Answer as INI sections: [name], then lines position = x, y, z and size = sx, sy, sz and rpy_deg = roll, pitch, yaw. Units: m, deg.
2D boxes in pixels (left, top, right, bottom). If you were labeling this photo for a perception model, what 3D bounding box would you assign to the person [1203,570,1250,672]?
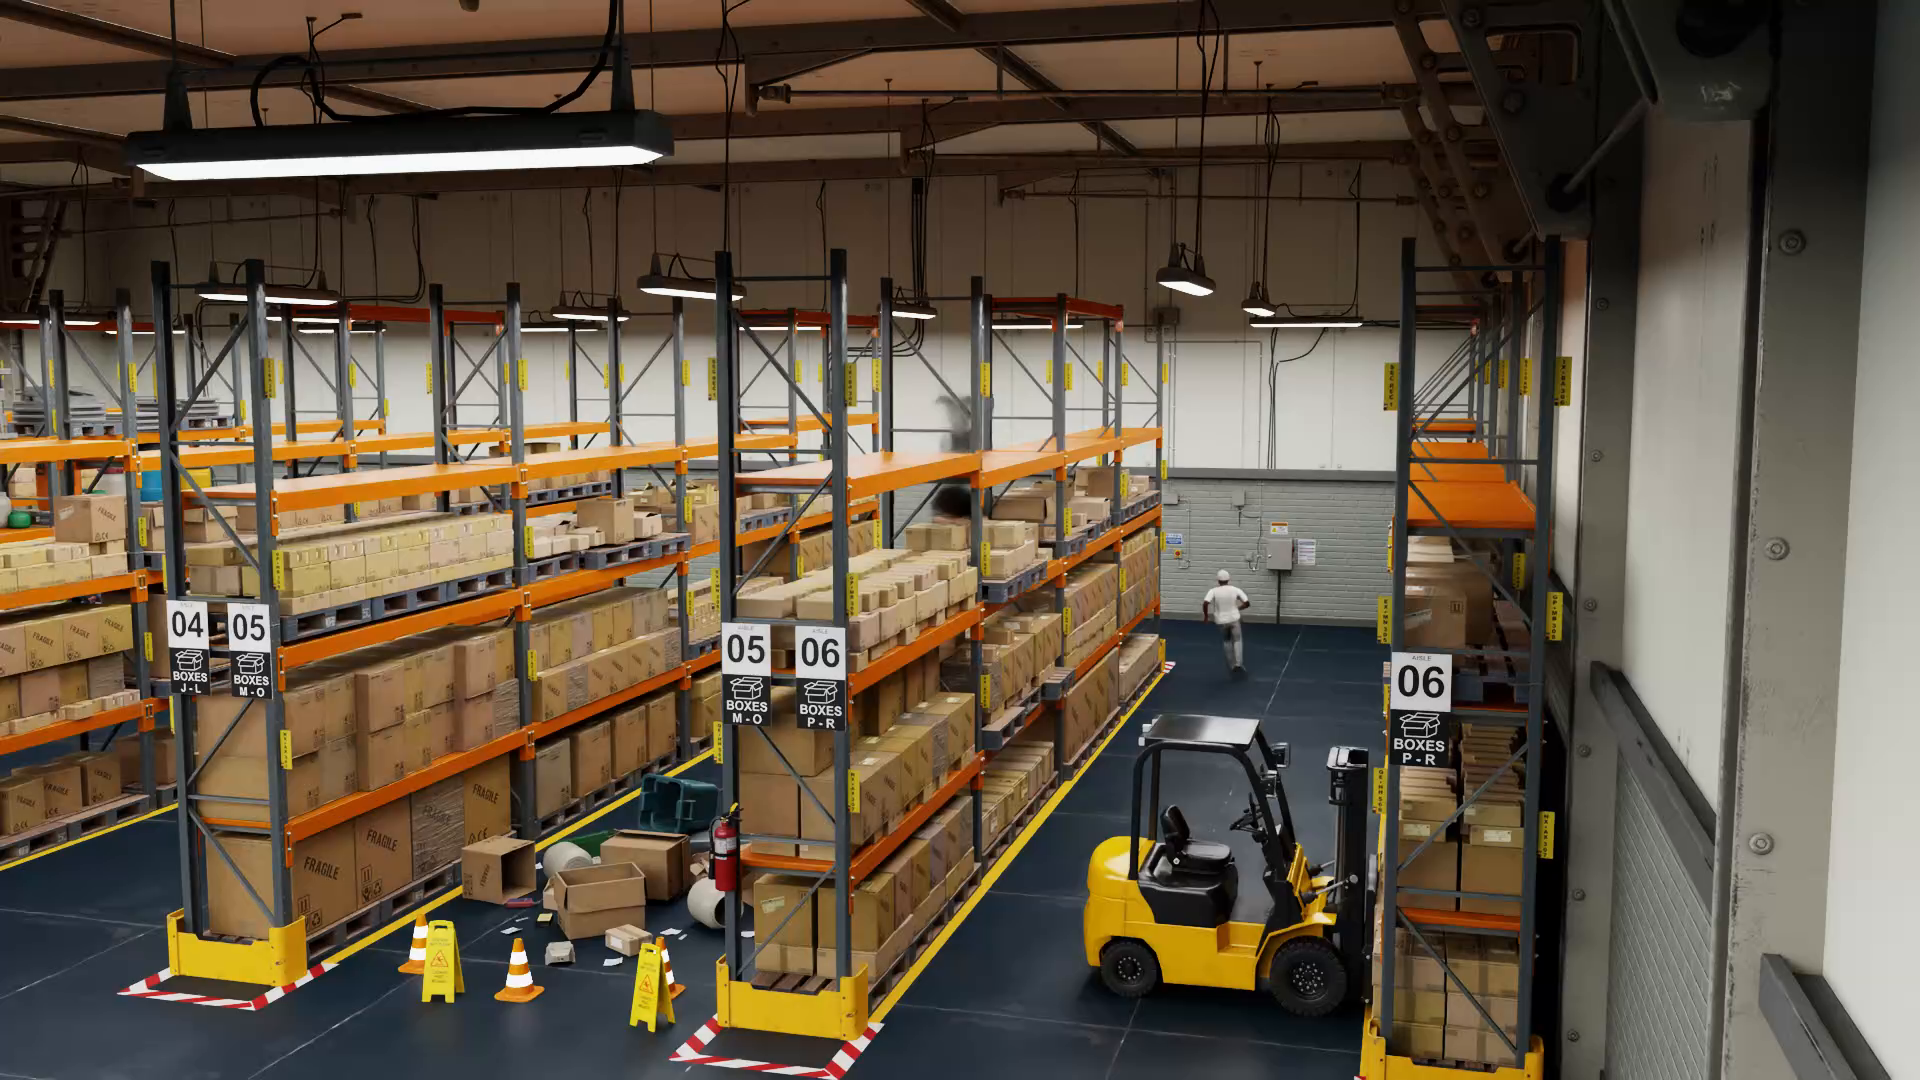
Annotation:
[person]
position = 4.457, 1.361, 27.804
size = 0.765, 1.731, 0.895
rpy_deg = 1, 6, 13
